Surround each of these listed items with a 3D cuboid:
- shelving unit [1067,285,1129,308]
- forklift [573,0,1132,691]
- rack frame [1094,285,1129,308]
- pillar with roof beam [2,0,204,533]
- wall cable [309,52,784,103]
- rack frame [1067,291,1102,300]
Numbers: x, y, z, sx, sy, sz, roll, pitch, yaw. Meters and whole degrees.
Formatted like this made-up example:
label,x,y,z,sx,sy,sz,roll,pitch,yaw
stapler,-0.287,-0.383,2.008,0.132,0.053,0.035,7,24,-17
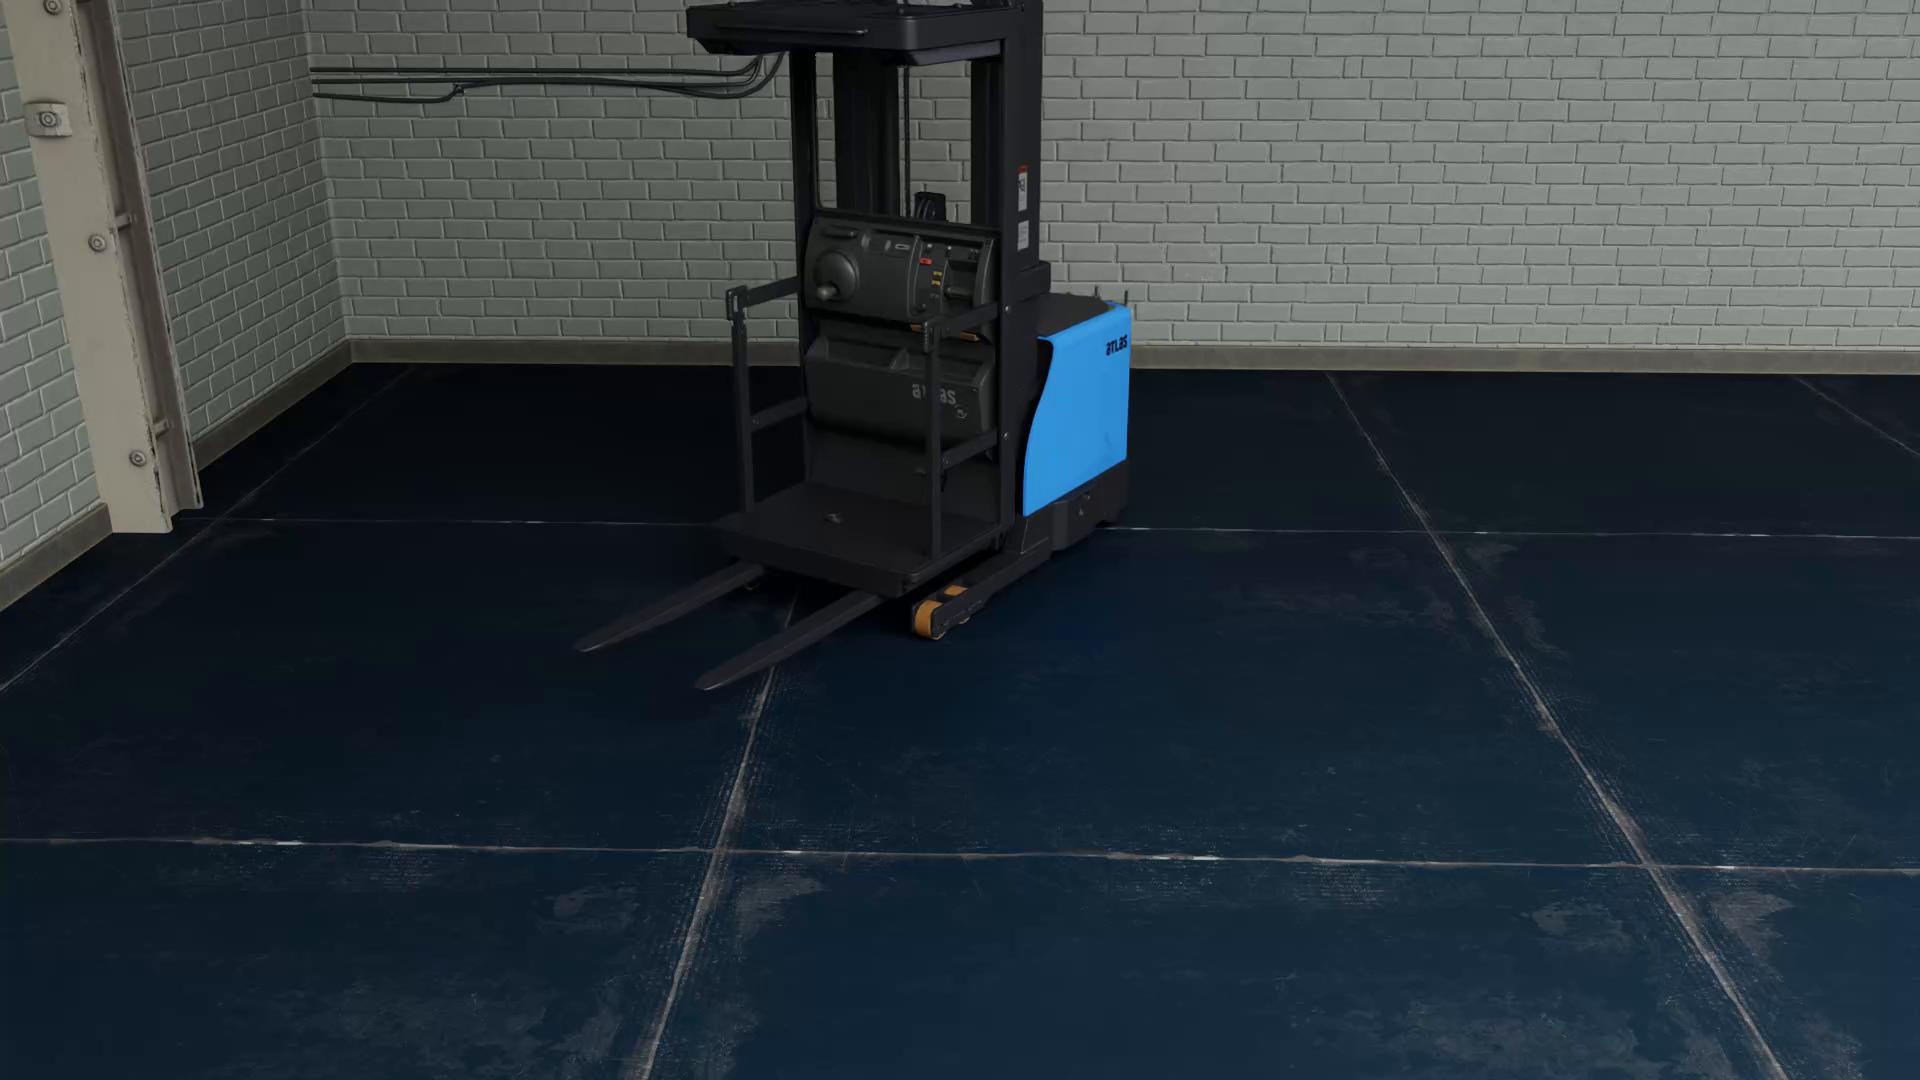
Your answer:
label,x,y,z,sx,sy,sz,roll,pitch,yaw
shelving unit,0.674,-0.748,8.489,0.215,1.050,0.252,16,23,35
forklift,-0.382,-1.142,6.919,1.130,2.935,3.031,13,25,30
rack frame,0.748,-0.777,8.581,0.200,1.050,0.008,16,23,35
pillar with roof beam,0.287,-4.256,6.558,9.100,9.000,0.400,1,21,2
wall cable,-2.605,-3.906,9.949,3.097,2.526,0.112,1,21,2
rack frame,0.599,-0.719,8.397,0.200,1.050,0.008,16,23,35
